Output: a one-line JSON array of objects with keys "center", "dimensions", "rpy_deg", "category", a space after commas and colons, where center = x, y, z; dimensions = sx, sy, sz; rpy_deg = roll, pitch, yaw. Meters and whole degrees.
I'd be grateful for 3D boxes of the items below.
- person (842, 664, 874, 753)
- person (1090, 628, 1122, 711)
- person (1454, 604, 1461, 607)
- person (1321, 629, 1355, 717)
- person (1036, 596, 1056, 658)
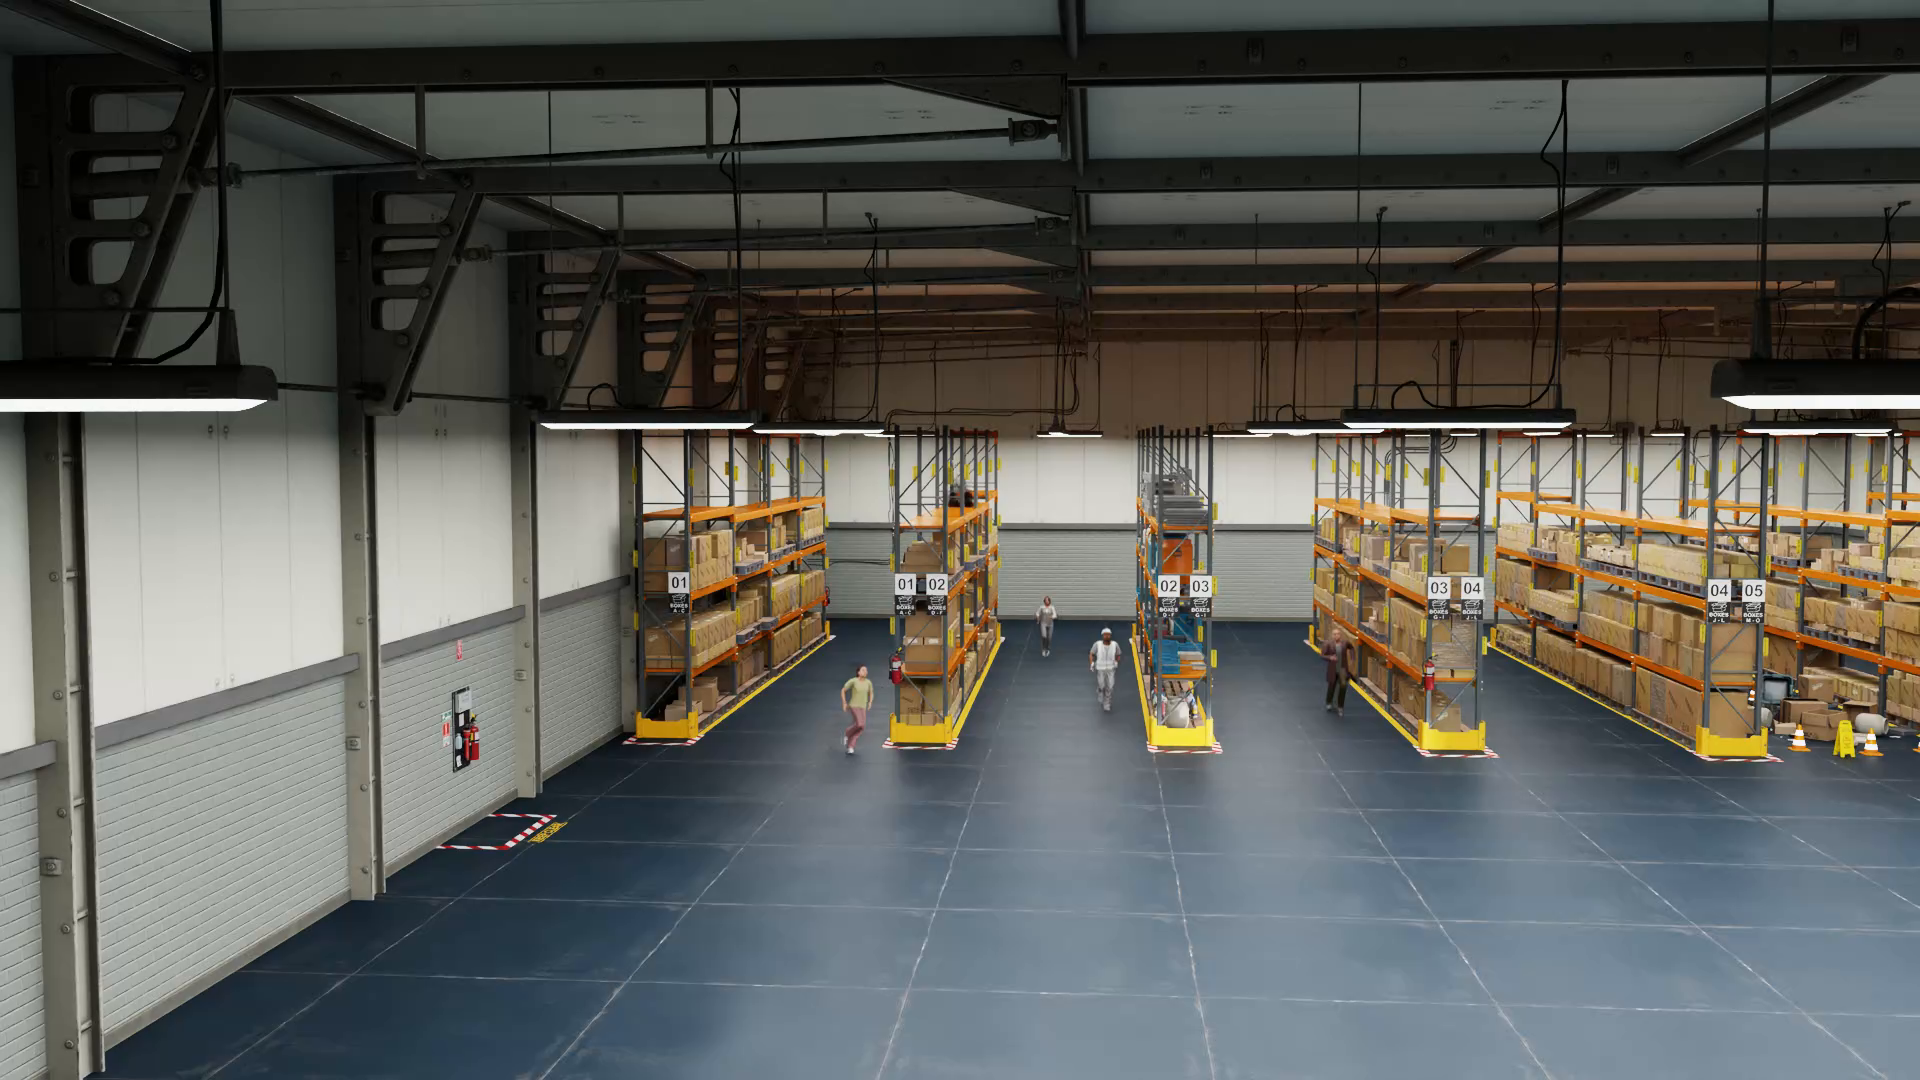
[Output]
[{"center": [-1.817, 3.087, 30.490], "dimensions": [0.613, 1.596, 0.514], "rpy_deg": [-2, 4, -30], "category": "person"}, {"center": [3.101, 2.740, 35.290], "dimensions": [0.688, 1.735, 0.599], "rpy_deg": [0, 3, 0], "category": "person"}, {"center": [13.485, 2.162, 44.874], "dimensions": [0.679, 1.803, 0.892], "rpy_deg": [1, 3, 10], "category": "person"}, {"center": [7.884, 2.756, 34.696], "dimensions": [0.730, 1.826, 0.970], "rpy_deg": [0, 3, 8], "category": "person"}, {"center": [2.278, 2.294, 43.789], "dimensions": [0.507, 1.628, 0.692], "rpy_deg": [0, 3, -4], "category": "person"}]
